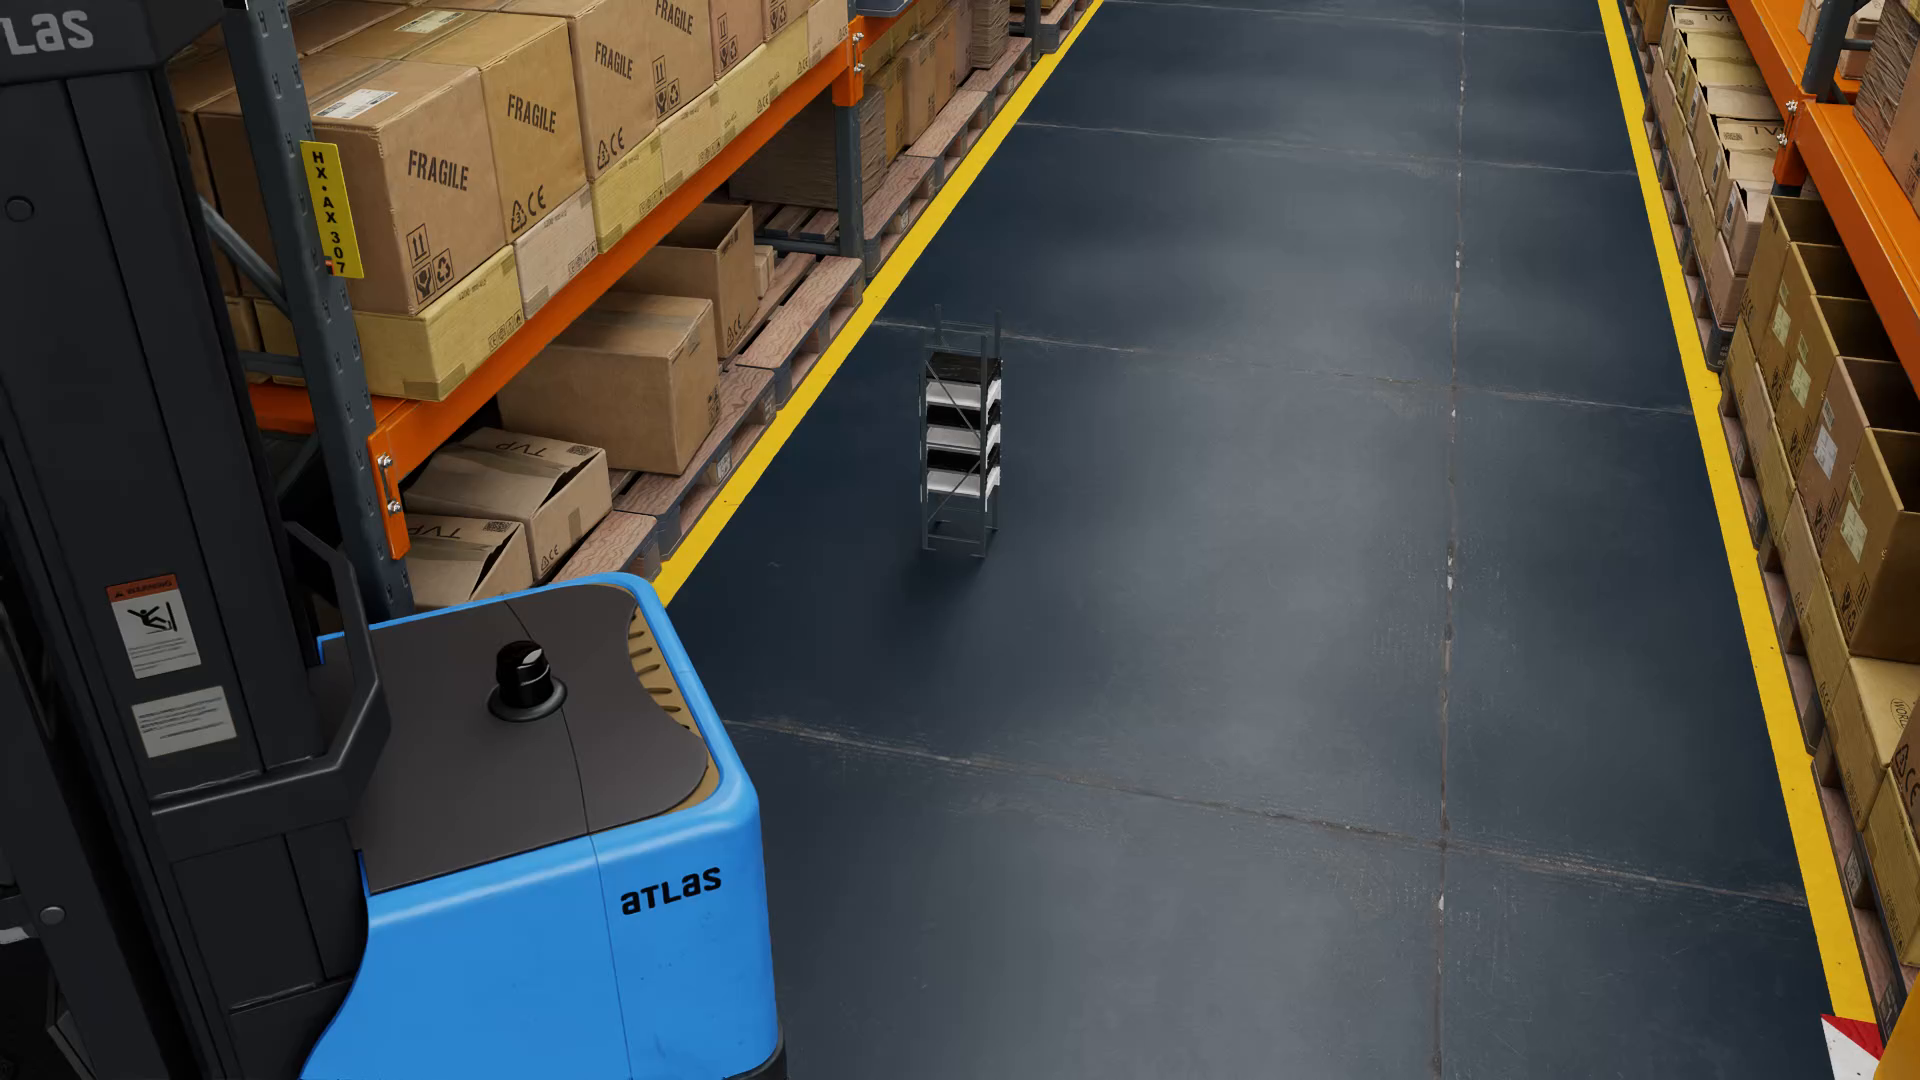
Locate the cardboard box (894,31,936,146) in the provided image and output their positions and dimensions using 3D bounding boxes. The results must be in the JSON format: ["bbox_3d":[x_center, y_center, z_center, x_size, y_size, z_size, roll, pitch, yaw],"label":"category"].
[{"bbox_3d":[-0.542,-2.594,9.454,0.700,0.500,0.500,8,33,13],"label":"cardboard box"}]

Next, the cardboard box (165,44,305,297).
[{"bbox_3d":[-2.065,-1.004,4.455,0.500,0.500,0.500,8,33,12],"label":"cardboard box"}]

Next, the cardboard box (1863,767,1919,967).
[{"bbox_3d":[2.664,0.868,4.260,0.500,0.250,0.500,8,33,12],"label":"cardboard box"}]

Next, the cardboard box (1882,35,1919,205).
[{"bbox_3d":[3.595,-1.408,5.576,0.700,0.500,0.500,8,33,12],"label":"cardboard box"}]

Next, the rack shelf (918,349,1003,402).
[{"bbox_3d":[0.002,-0.584,5.888,0.258,0.077,0.200,8,33,12],"label":"rack shelf"}]

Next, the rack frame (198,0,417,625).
[{"bbox_3d":[-1.979,-0.469,4.191,1.000,3.000,0.127,8,33,12],"label":"rack frame"}]

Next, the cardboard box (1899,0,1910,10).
[{"bbox_3d":[3.510,-1.945,5.815,0.380,0.149,0.250,8,33,13],"label":"cardboard box"}]

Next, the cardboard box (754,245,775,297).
[{"bbox_3d":[-1.070,-1.253,7.655,0.380,0.166,0.250,4,33,6],"label":"cardboard box"}]

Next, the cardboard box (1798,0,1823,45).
[{"bbox_3d":[3.874,-2.297,7.192,0.396,0.266,0.258,7,33,11],"label":"cardboard box"}]

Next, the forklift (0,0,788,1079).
[{"bbox_3d":[-1.971,0.282,3.074,3.031,2.935,1.130,-13,35,-20],"label":"forklift"}]

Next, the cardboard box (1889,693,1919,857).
[{"bbox_3d":[2.662,0.552,4.059,0.500,0.500,0.500,8,33,12],"label":"cardboard box"}]

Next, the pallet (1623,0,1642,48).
[{"bbox_3d":[5.382,-3.784,12.006,1.003,0.211,1.213,8,33,12],"label":"pallet"}]

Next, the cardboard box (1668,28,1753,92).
[{"bbox_3d":[4.302,-2.696,9.343,0.500,0.311,0.500,7,33,11],"label":"cardboard box"}]

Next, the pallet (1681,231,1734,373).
[{"bbox_3d":[3.978,-1.083,7.757,1.003,0.211,1.213,8,33,12],"label":"pallet"}]

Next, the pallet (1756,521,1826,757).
[{"bbox_3d":[3.279,0.347,5.508,1.003,0.211,1.213,8,33,12],"label":"pallet"}]

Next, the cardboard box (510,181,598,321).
[{"bbox_3d":[-1.430,-0.895,4.984,0.500,0.250,0.500,7,33,11],"label":"cardboard box"}]

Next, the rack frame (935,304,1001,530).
[{"bbox_3d":[0.028,-0.437,6.098,0.240,0.900,0.006,8,33,12],"label":"rack frame"}]

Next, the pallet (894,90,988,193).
[{"bbox_3d":[-0.460,-2.407,9.839,1.003,0.211,1.213,8,33,12],"label":"pallet"}]

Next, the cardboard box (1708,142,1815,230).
[{"bbox_3d":[3.780,-1.646,7.691,0.500,0.311,0.500,9,34,14],"label":"cardboard box"}]

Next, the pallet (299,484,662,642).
[{"bbox_3d":[-1.719,0.252,5.657,1.003,0.211,1.213,8,33,12],"label":"pallet"}]

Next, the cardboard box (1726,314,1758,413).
[{"bbox_3d":[3.418,-0.689,6.710,0.500,0.250,0.500,8,33,12],"label":"cardboard box"}]

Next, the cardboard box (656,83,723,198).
[{"bbox_3d":[-1.164,-1.421,5.810,0.500,0.250,0.500,8,33,13],"label":"cardboard box"}]

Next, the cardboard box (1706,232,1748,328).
[{"bbox_3d":[3.654,-1.143,7.424,0.500,0.250,0.500,8,33,12],"label":"cardboard box"}]

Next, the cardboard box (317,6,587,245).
[{"bbox_3d":[-1.432,-1.192,4.752,0.500,0.500,0.500,8,33,13],"label":"cardboard box"}]

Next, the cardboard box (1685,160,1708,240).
[{"bbox_3d":[3.913,-1.671,8.254,0.500,0.250,0.500,9,33,13],"label":"cardboard box"}]

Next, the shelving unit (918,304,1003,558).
[{"bbox_3d":[0.002,-0.384,6.015,0.258,0.900,0.210,8,33,12],"label":"shelving unit"}]

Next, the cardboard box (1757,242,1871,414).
[{"bbox_3d":[3.289,-0.747,6.101,0.500,0.500,0.500,8,33,12],"label":"cardboard box"}]

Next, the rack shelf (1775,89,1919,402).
[{"bbox_3d":[3.321,-0.531,4.959,1.077,0.370,4.000,8,33,12],"label":"rack shelf"}]

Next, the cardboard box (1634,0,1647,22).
[{"bbox_3d":[4.986,-3.864,11.452,0.500,0.500,0.500,7,33,11],"label":"cardboard box"}]

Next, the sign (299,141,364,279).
[{"bbox_3d":[-1.454,-0.760,3.843,0.100,0.325,0.005,8,33,12],"label":"sign"}]

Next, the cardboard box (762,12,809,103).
[{"bbox_3d":[-0.925,-1.945,6.635,0.500,0.250,0.500,8,33,13],"label":"cardboard box"}]

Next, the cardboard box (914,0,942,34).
[{"bbox_3d":[-0.412,-3.132,9.601,0.500,0.250,0.500,8,33,12],"label":"cardboard box"}]

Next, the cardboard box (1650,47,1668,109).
[{"bbox_3d":[4.427,-2.733,9.924,0.500,0.250,0.500,8,33,12],"label":"cardboard box"}]

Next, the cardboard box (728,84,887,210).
[{"bbox_3d":[-0.793,-2.059,8.614,0.700,0.500,0.500,9,34,14],"label":"cardboard box"}]

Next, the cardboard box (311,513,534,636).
[{"bbox_3d":[-1.716,0.133,5.340,0.500,0.311,0.500,4,33,7],"label":"cardboard box"}]

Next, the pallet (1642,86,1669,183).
[{"bbox_3d":[4.597,-2.349,9.748,1.003,0.211,1.213,8,33,12],"label":"pallet"}]

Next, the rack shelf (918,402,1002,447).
[{"bbox_3d":[0.002,-0.432,5.985,0.258,0.077,0.200,8,33,12],"label":"rack shelf"}]

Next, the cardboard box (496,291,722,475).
[{"bbox_3d":[-1.337,-0.616,6.343,0.700,0.500,0.500,6,33,9],"label":"cardboard box"}]

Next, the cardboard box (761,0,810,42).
[{"bbox_3d":[-0.905,-2.259,6.429,0.500,0.500,0.500,8,33,12],"label":"cardboard box"}]

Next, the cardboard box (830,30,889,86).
[{"bbox_3d":[-0.684,-2.605,8.773,0.500,0.250,0.500,7,33,11],"label":"cardboard box"}]

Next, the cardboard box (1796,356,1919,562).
[{"bbox_3d":[3.030,-0.229,5.286,0.500,0.500,0.500,8,33,12],"label":"cardboard box"}]

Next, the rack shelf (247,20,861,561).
[{"bbox_3d":[-1.471,-1.203,6.017,1.077,0.370,4.000,8,33,12],"label":"rack shelf"}]

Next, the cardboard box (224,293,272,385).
[{"bbox_3d":[-2.048,-0.683,4.649,0.500,0.250,0.500,8,33,13],"label":"cardboard box"}]

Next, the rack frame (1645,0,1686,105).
[{"bbox_3d":[4.844,-3.948,9.664,1.000,3.000,0.127,8,33,12],"label":"rack frame"}]

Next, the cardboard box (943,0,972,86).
[{"bbox_3d":[-0.324,-3.119,10.280,0.700,0.500,0.500,8,33,12],"label":"cardboard box"}]

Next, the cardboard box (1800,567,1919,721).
[{"bbox_3d":[2.905,0.348,5.079,0.500,0.250,0.500,8,33,12],"label":"cardboard box"}]

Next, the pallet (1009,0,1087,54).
[{"bbox_3d":[0.325,-3.842,12.097,1.003,0.211,1.213,8,33,12],"label":"pallet"}]

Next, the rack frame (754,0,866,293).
[{"bbox_3d":[-0.964,-2.544,7.457,1.000,3.000,0.127,8,33,12],"label":"rack frame"}]

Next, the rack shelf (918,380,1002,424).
[{"bbox_3d":[0.002,-0.508,5.937,0.258,0.077,0.200,8,33,12],"label":"rack shelf"}]

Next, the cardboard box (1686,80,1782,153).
[{"bbox_3d":[4.040,-2.164,8.508,0.500,0.311,0.500,8,33,12],"label":"cardboard box"}]

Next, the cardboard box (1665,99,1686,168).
[{"bbox_3d":[4.174,-2.201,9.088,0.500,0.250,0.500,7,33,11],"label":"cardboard box"}]

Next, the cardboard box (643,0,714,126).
[{"bbox_3d":[-1.175,-1.729,5.596,0.500,0.500,0.500,9,34,14],"label":"cardboard box"}]

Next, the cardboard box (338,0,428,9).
[{"bbox_3d":[-1.800,-1.533,5.287,0.500,0.500,0.500,7,33,11],"label":"cardboard box"}]

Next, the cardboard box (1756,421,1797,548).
[{"bbox_3d":[3.154,-0.172,5.896,0.500,0.250,0.500,8,33,12],"label":"cardboard box"}]

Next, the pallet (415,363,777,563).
[{"bbox_3d":[-1.407,-0.379,6.650,1.003,0.211,1.213,8,33,12],"label":"pallet"}]

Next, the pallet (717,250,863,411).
[{"bbox_3d":[-1.100,-1.014,7.649,1.003,0.211,1.213,8,33,12],"label":"pallet"}]
